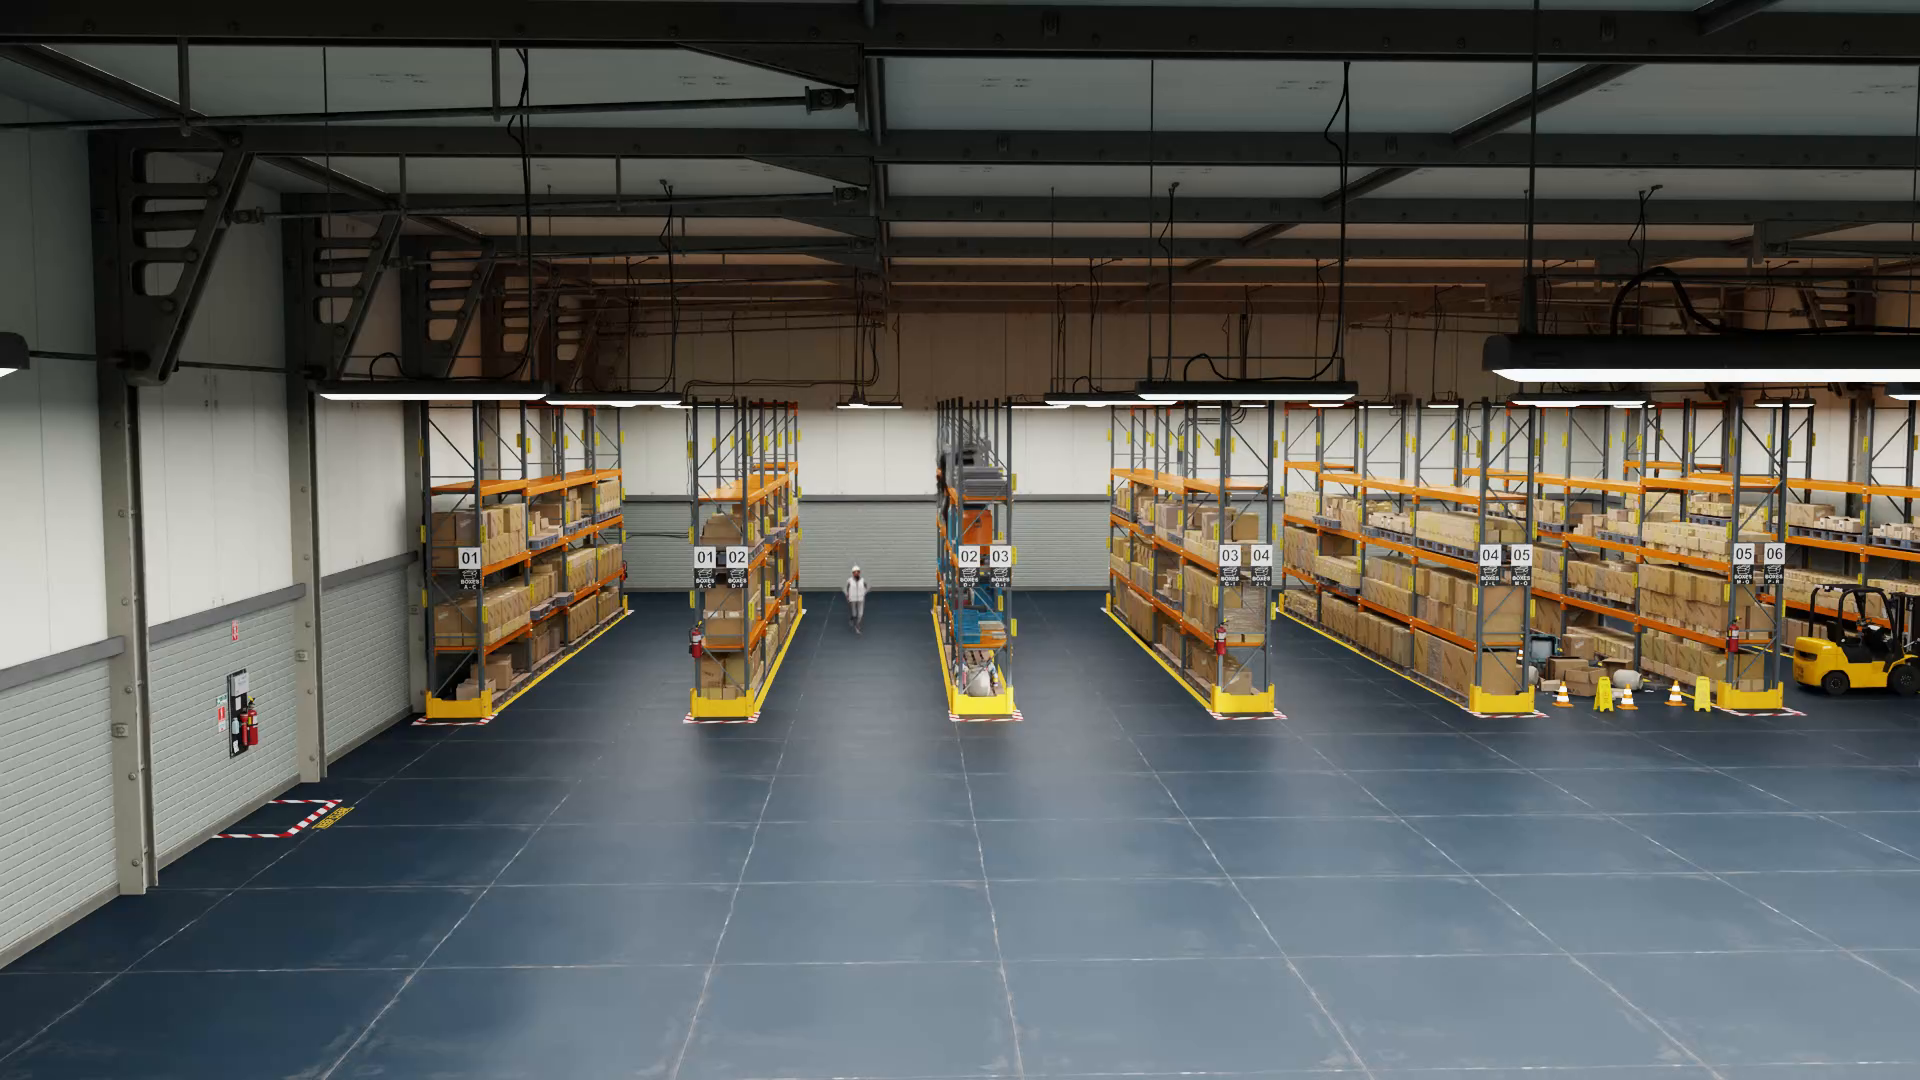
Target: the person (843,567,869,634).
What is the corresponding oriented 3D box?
[{"bbox_3d":[-2.676,1.551,42.991,0.660,1.733,0.585,-1,5,-13],"label":"person"}]
